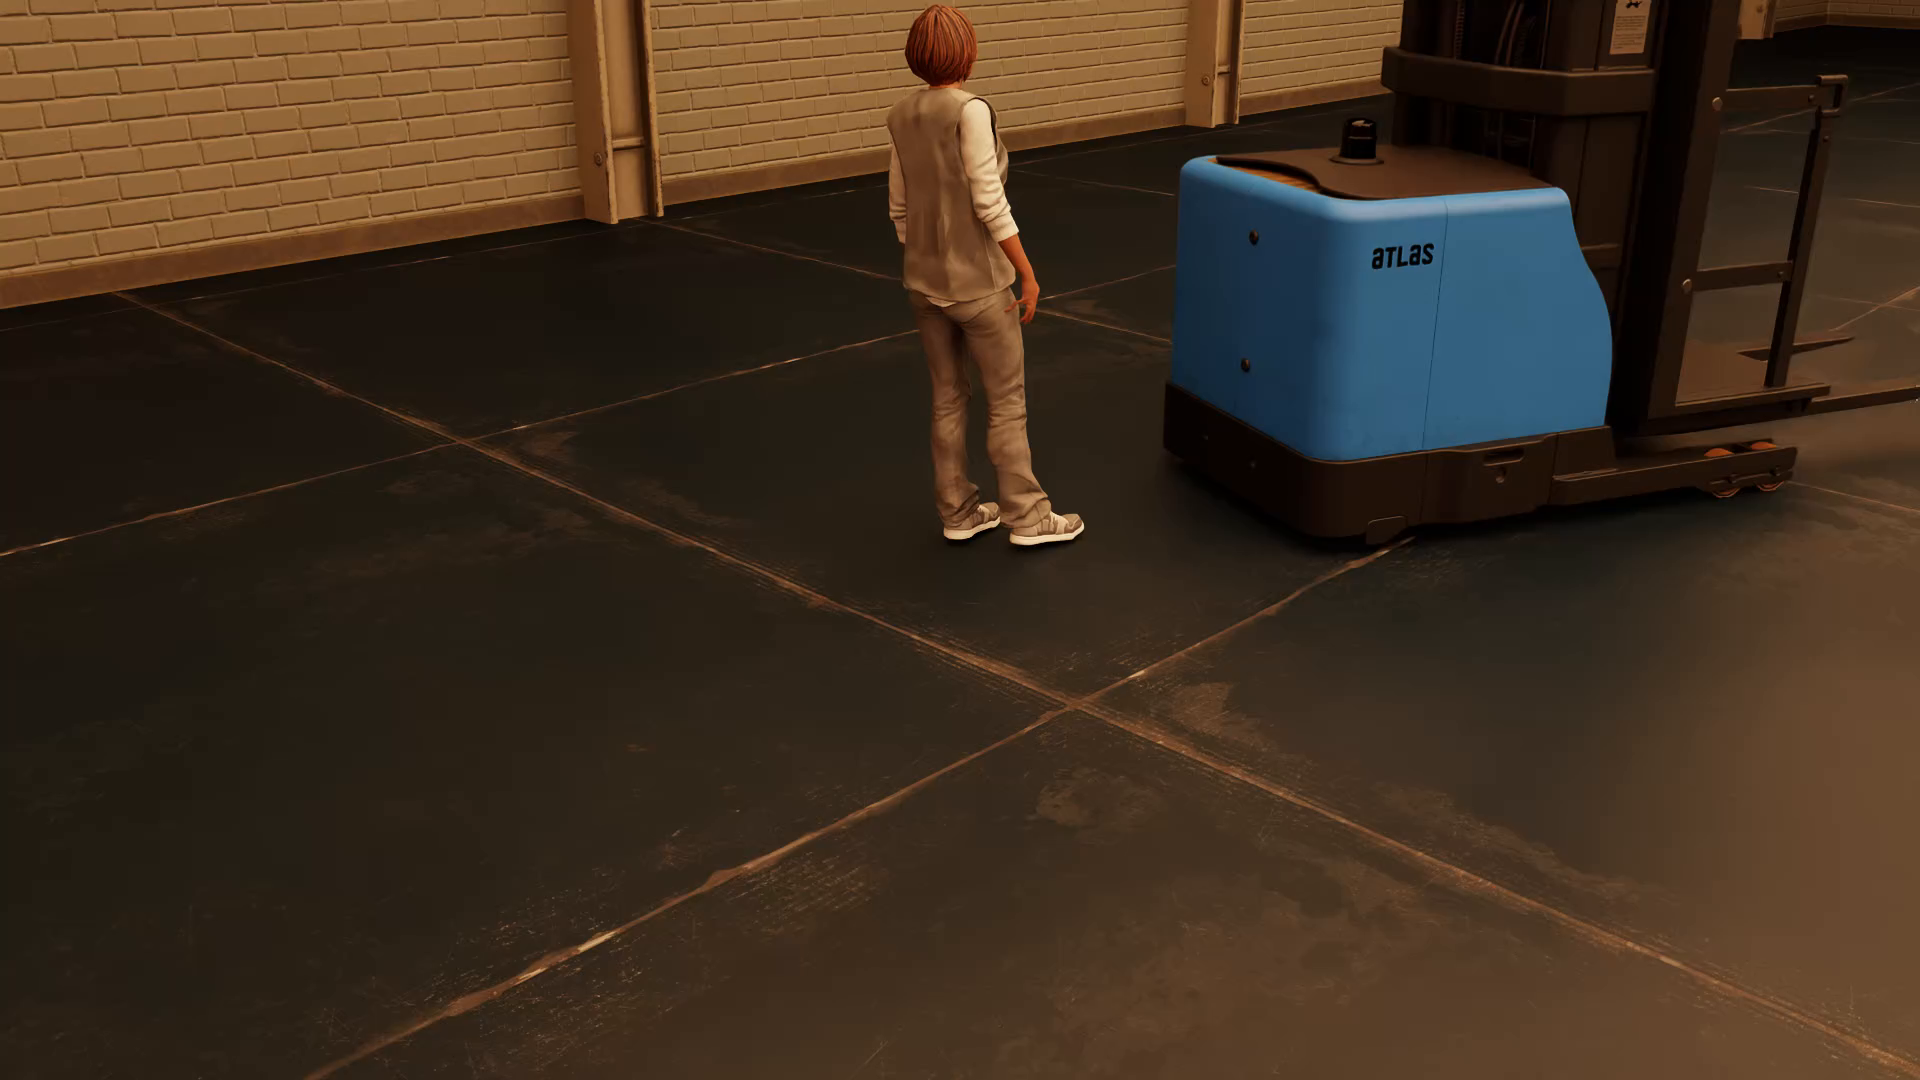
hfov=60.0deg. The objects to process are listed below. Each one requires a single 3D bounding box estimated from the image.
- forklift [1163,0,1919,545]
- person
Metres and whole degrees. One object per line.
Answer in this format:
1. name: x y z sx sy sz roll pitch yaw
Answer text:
1. forklift: 2.286 -1.673 5.468 3.031 2.935 1.130 -8 23 -20
2. person: 0.063 -0.765 4.965 0.520 1.599 0.473 20 29 41
